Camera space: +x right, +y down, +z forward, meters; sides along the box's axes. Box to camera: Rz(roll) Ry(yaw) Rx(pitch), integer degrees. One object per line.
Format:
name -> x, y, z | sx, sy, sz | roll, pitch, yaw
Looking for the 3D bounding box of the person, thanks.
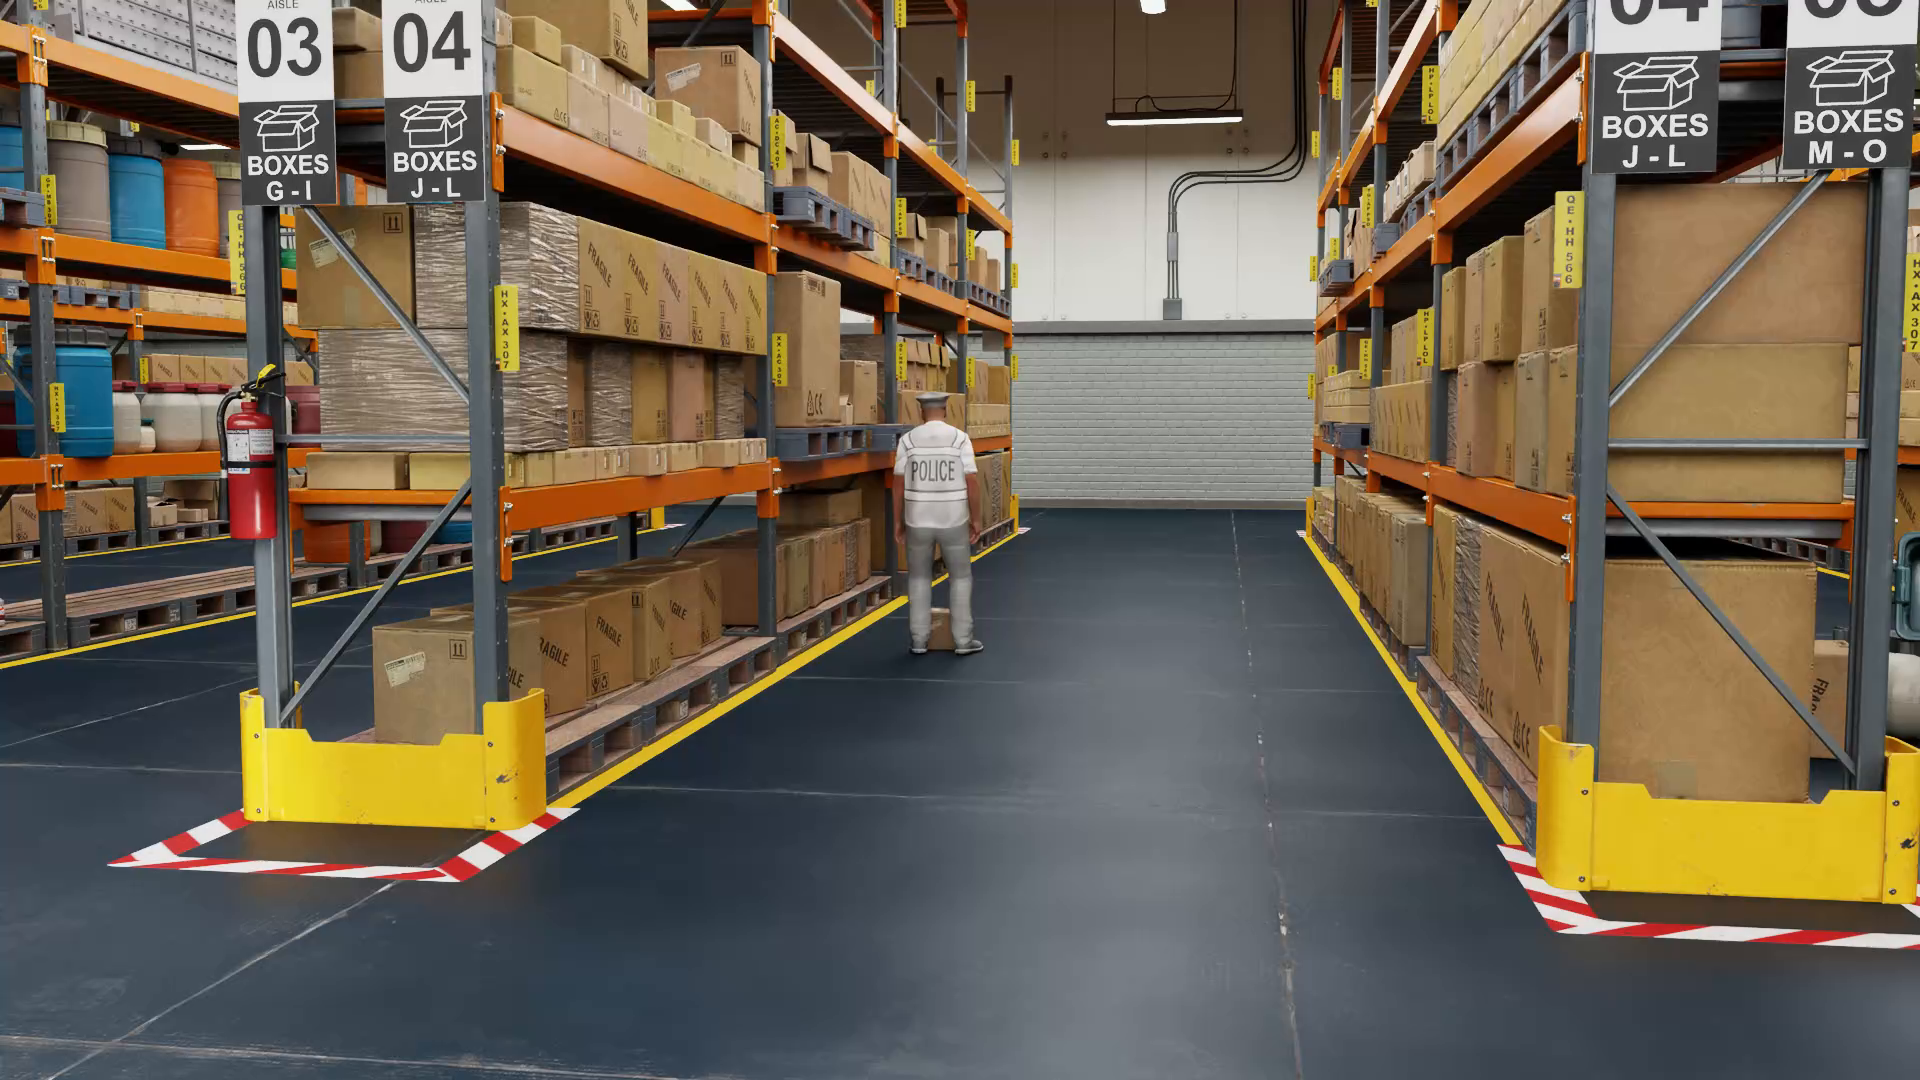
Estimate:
person -> -0.153, -0.116, 11.083 | 0.599, 1.747, 0.437 | 0, 4, 5
